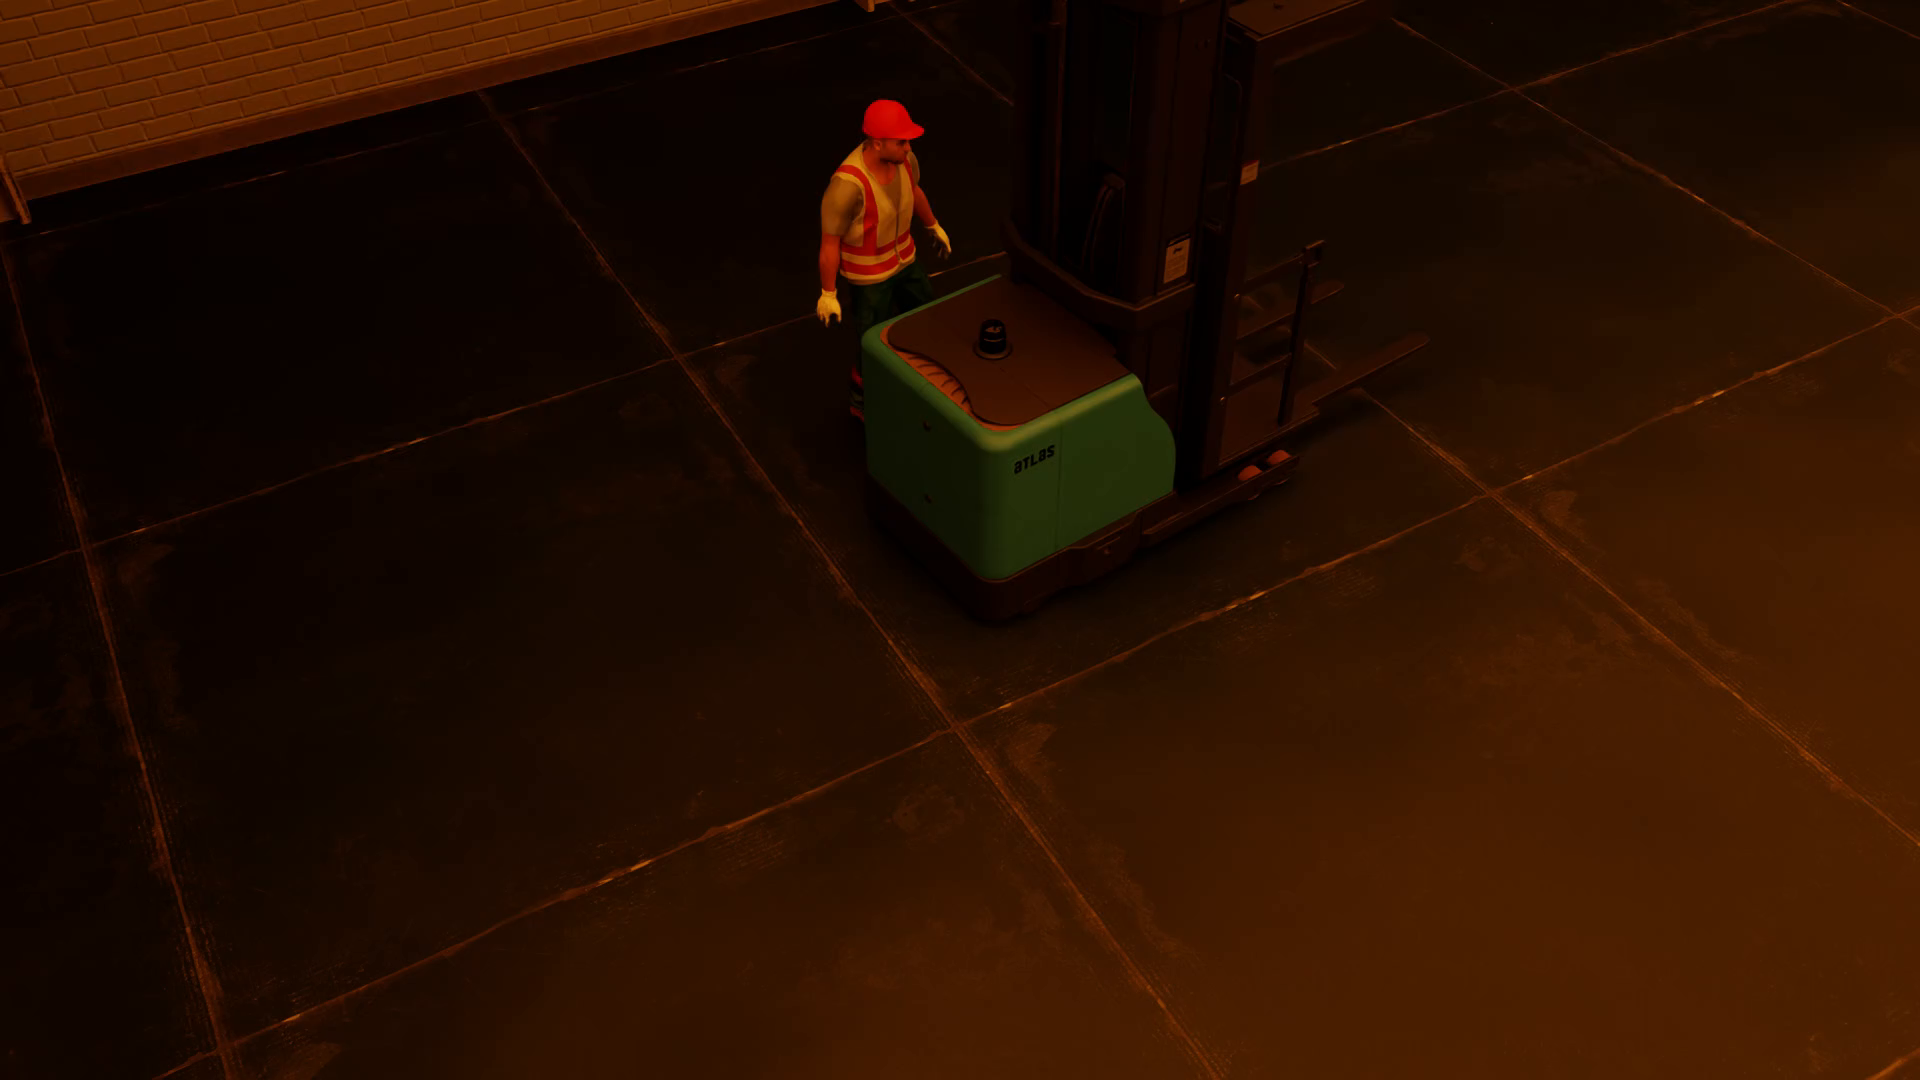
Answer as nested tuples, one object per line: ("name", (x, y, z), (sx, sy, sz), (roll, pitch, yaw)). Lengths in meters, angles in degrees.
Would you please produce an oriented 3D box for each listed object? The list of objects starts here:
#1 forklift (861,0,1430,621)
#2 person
("forklift", (1.037, -1.533, 7.351), (3.031, 2.935, 1.130), (-27, 49, -26))
("person", (-0.350, -1.298, 7.905), (0.413, 1.756, 0.805), (27, 49, 26))
